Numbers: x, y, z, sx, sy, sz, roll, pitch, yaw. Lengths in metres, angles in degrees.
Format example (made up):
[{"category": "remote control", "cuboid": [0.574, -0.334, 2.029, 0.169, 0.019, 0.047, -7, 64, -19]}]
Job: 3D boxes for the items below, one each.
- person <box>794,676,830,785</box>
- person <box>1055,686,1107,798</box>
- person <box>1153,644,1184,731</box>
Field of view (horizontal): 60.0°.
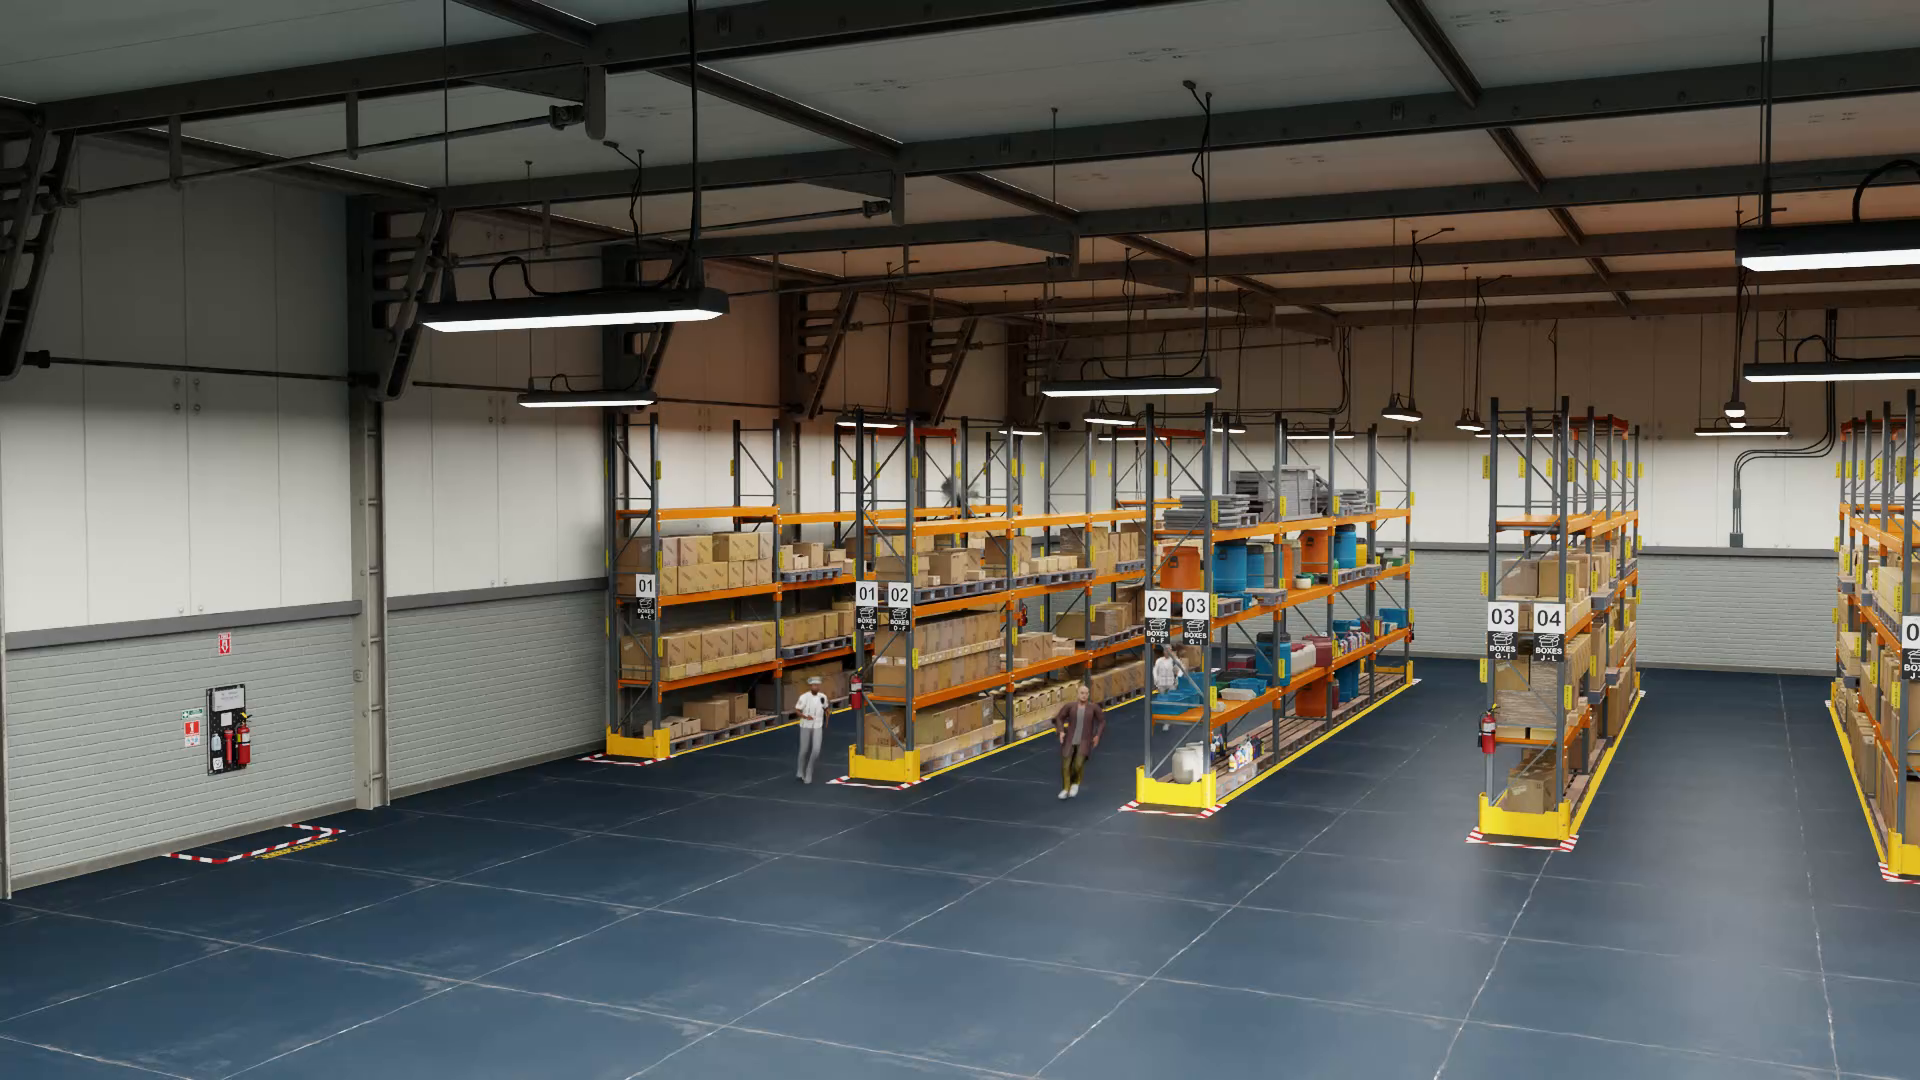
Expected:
[{"category": "person", "cuboid": [-2.367, 3.037, 26.715, 0.612, 1.714, 0.684, -1, 2, -14]}, {"category": "person", "cuboid": [1.810, 3.105, 25.266, 0.776, 1.663, 0.576, 1, 2, 14]}, {"category": "person", "cuboid": [4.028, 2.827, 32.219, 0.617, 1.666, 0.696, 1, 2, 13]}]
